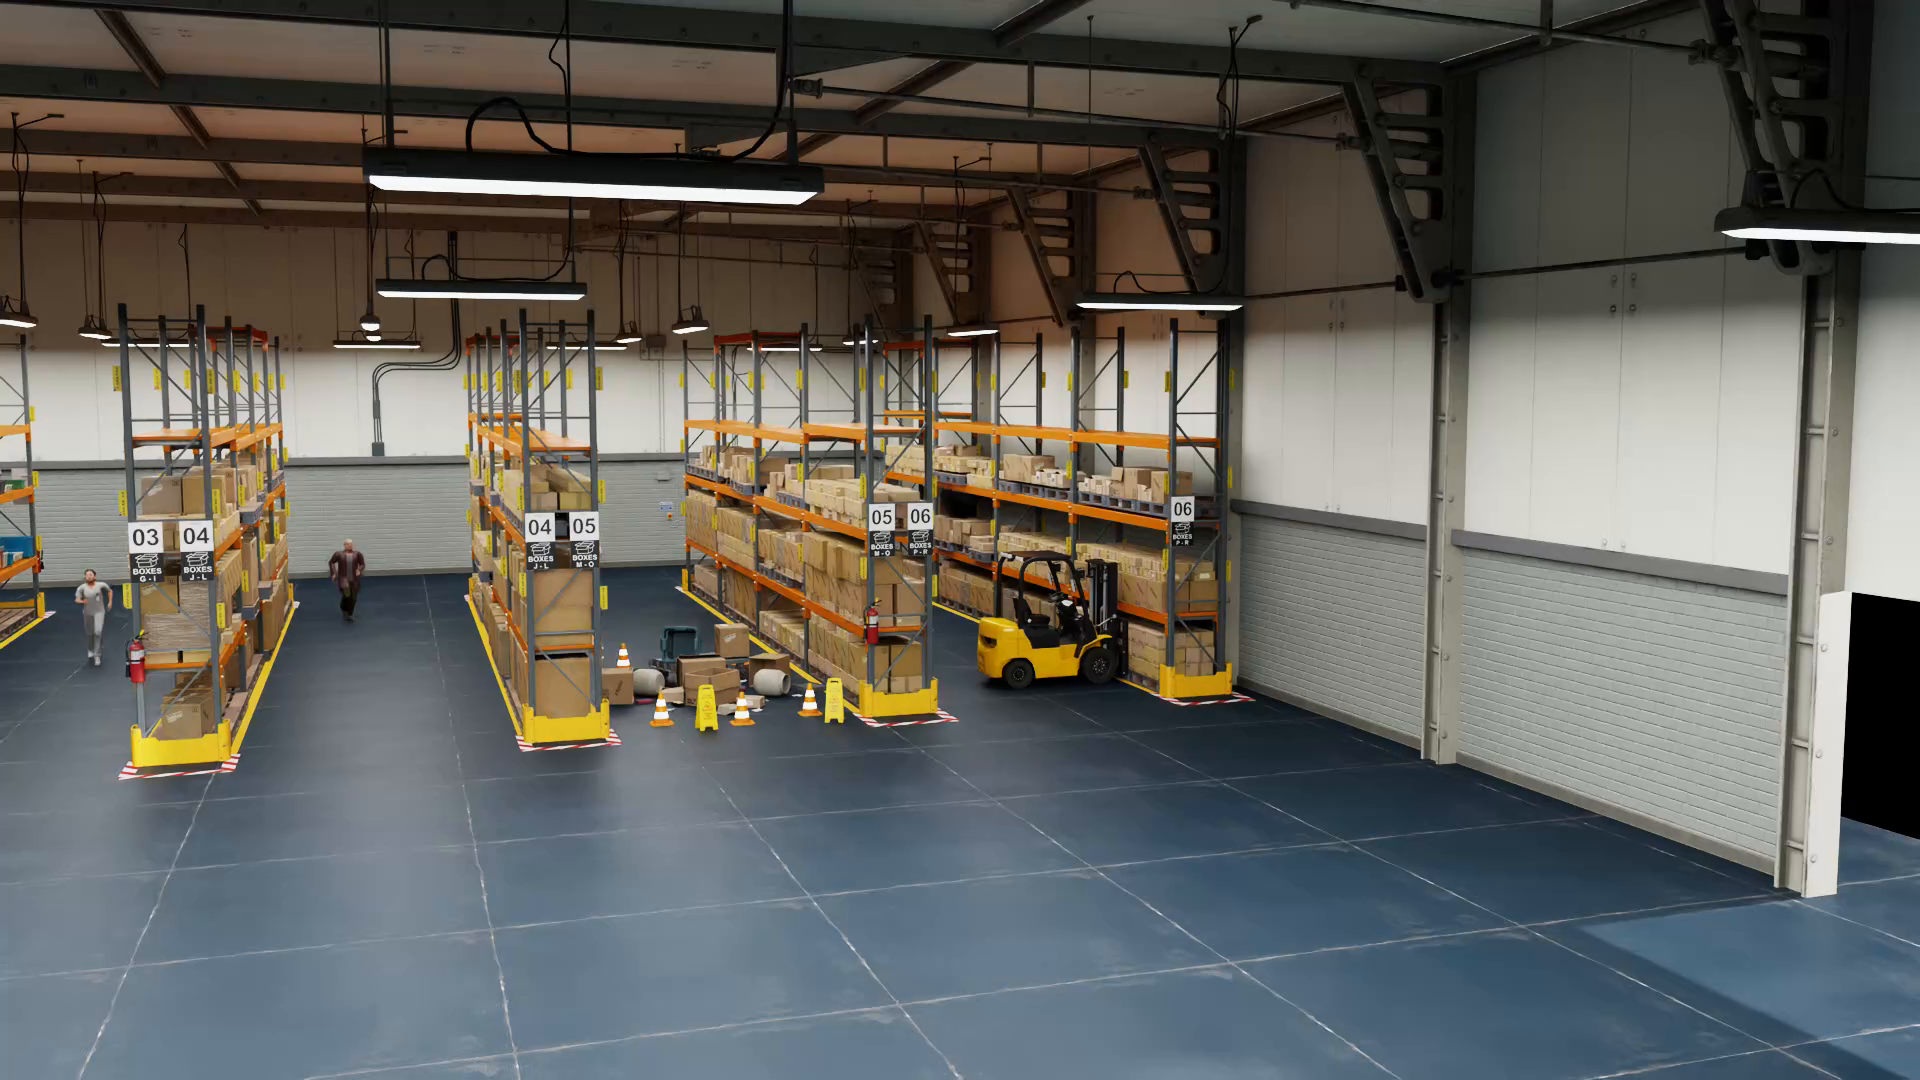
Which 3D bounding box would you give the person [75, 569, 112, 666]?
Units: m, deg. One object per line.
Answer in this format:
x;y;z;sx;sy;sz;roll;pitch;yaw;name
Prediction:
-15.470;1.354;29.728;0.575;1.708;0.892;-2;6;-21;person

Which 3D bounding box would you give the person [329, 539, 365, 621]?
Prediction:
-12.743;0.841;34.675;0.685;1.735;0.760;-3;6;-32;person
